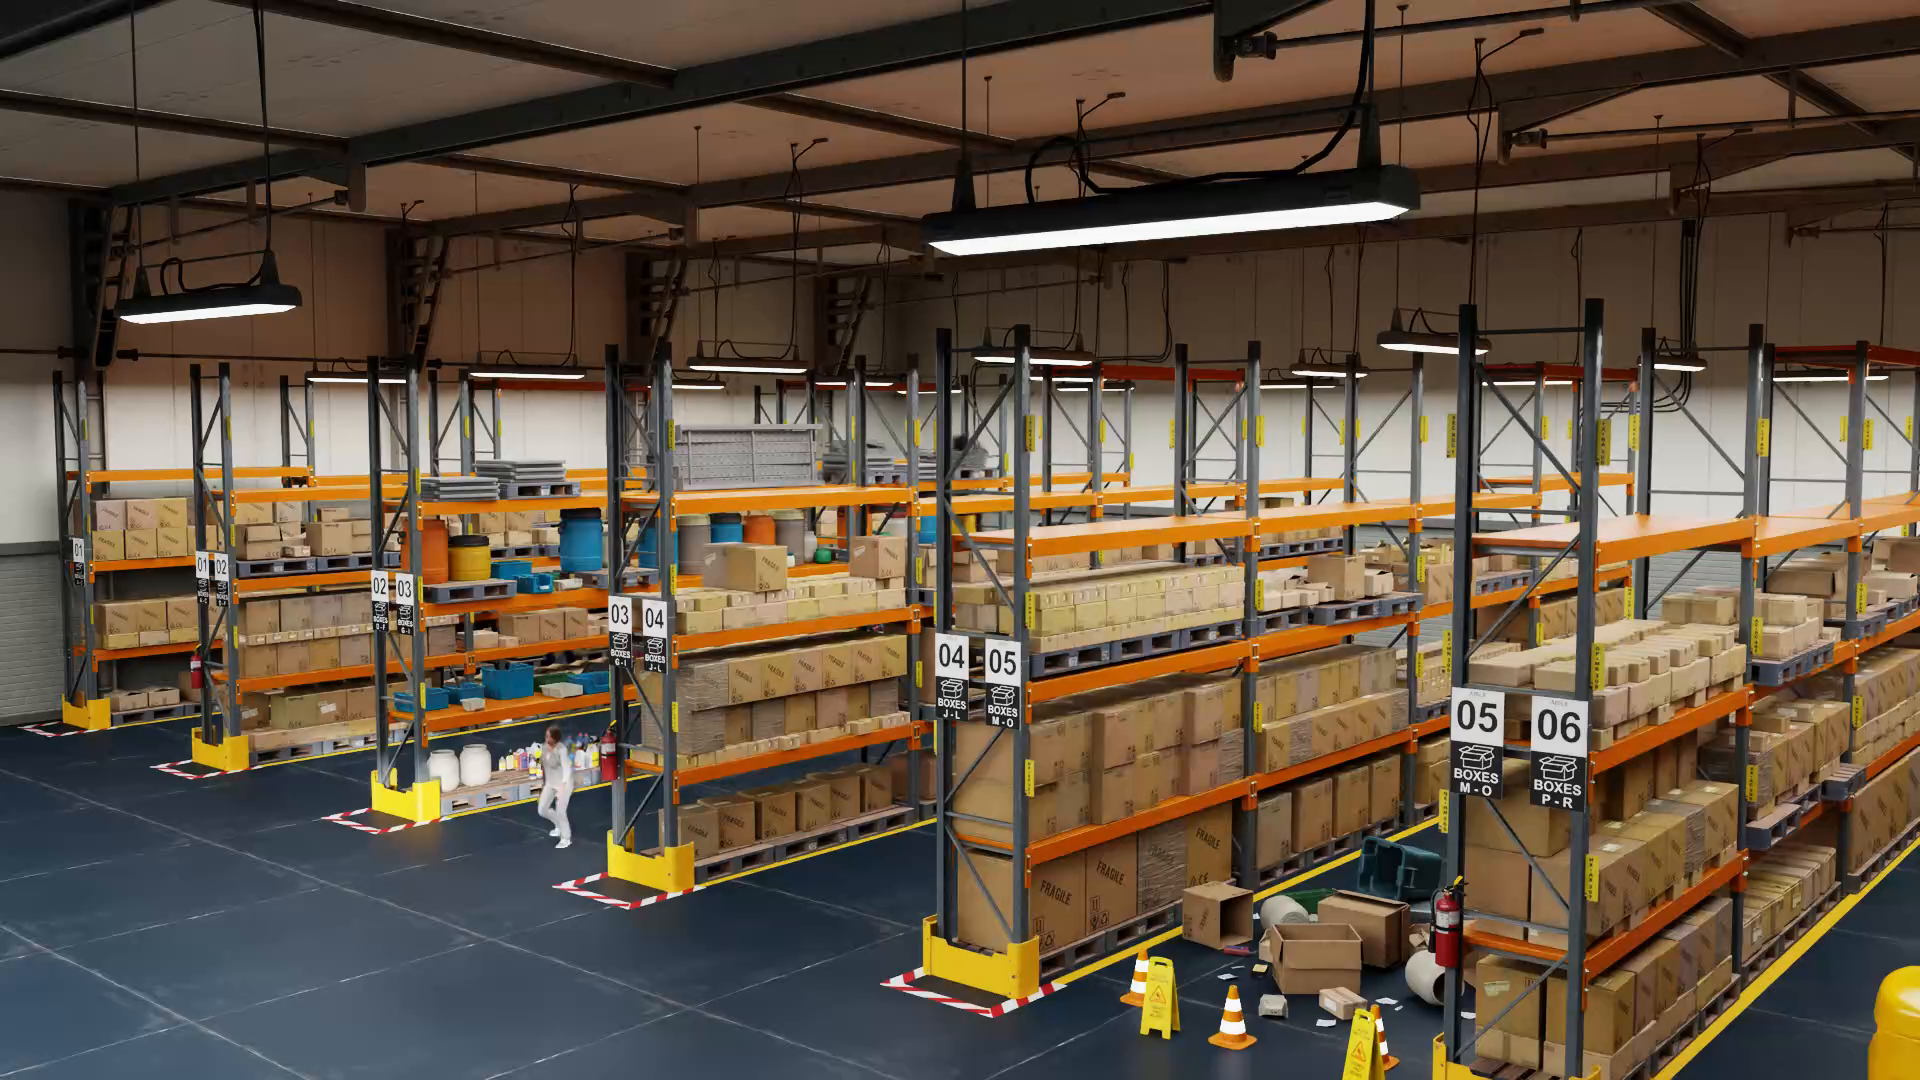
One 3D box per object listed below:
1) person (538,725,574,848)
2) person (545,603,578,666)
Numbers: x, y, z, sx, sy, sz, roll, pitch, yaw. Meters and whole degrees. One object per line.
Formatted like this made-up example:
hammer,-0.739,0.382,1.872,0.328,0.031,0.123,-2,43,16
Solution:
person,-4.823,2.963,19.986,0.567,1.537,0.543,3,5,31
person,-7.980,1.958,33.239,0.643,1.690,0.832,2,4,23
